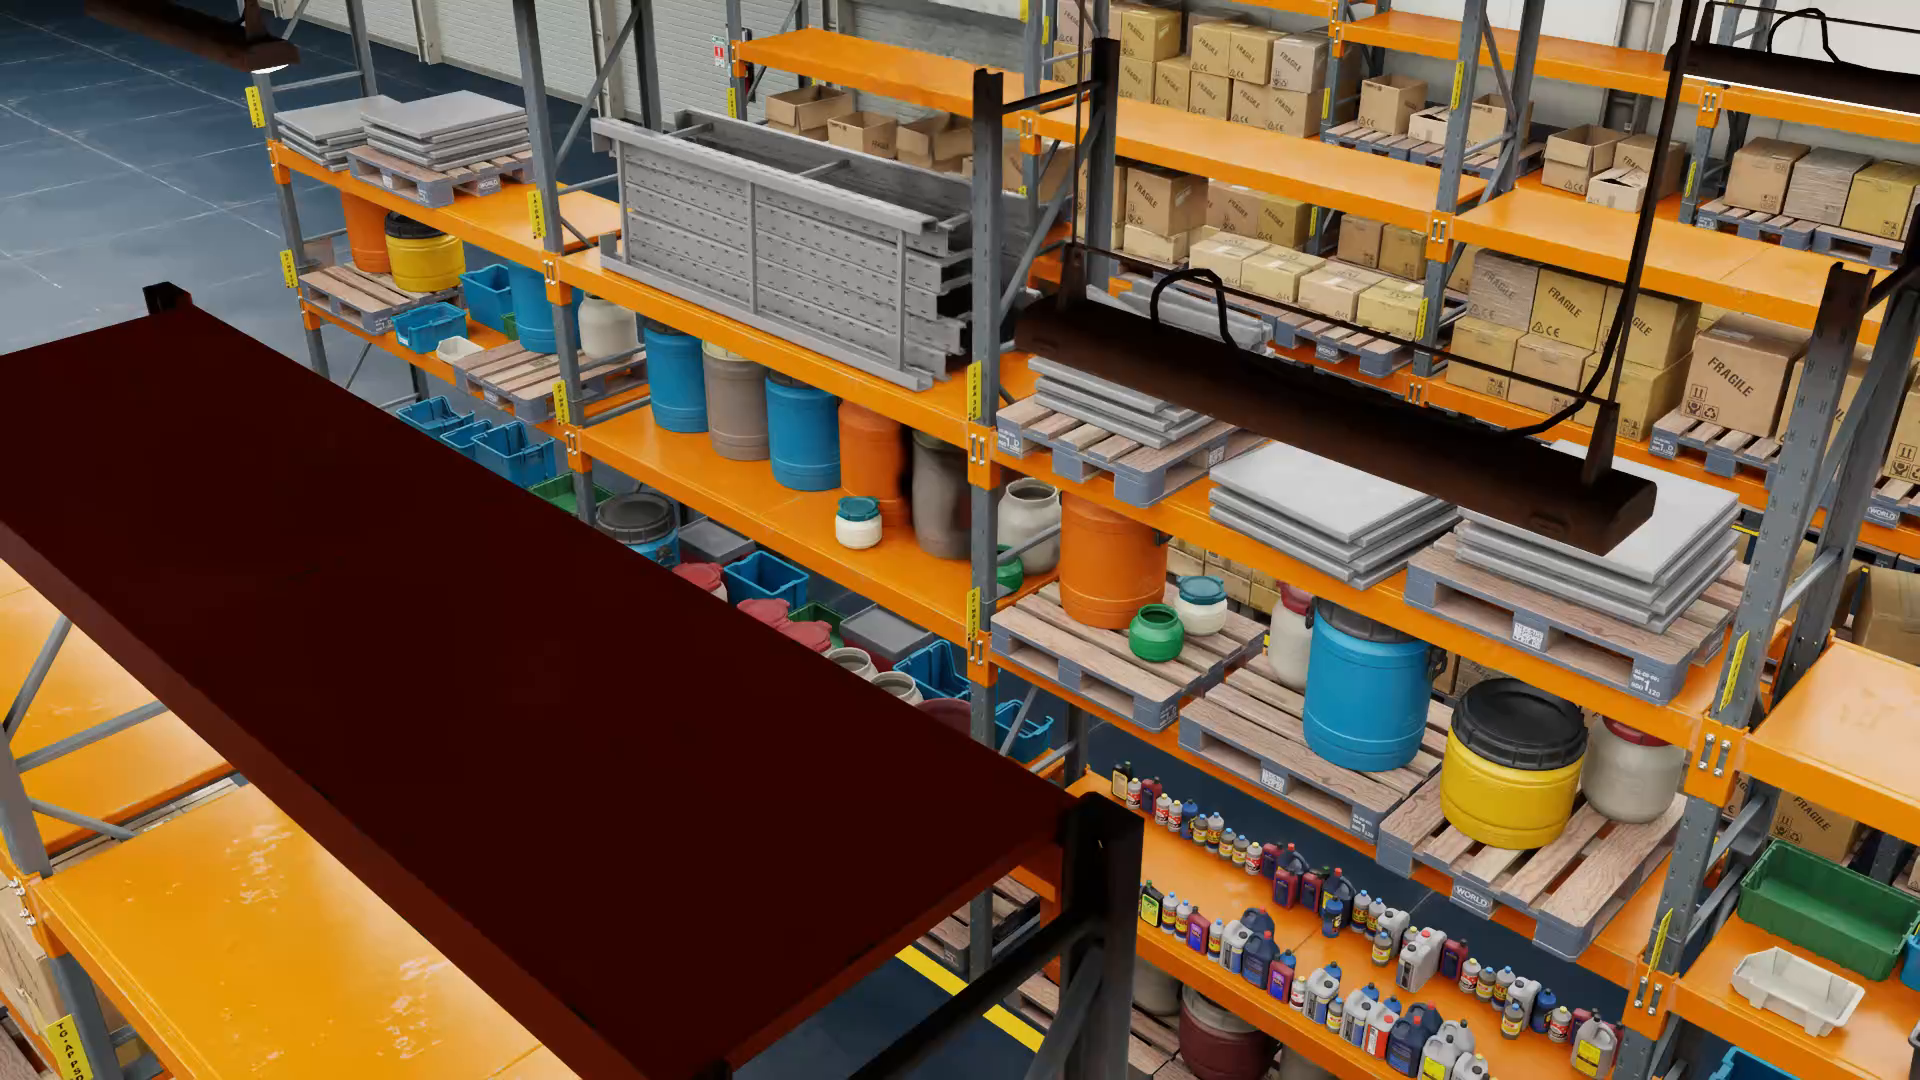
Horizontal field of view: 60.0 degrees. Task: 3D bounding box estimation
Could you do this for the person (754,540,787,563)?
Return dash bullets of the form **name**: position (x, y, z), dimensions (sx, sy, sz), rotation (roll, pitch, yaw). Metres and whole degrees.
- **person**: position (-1.631, -0.131, 14.660), dimensions (0.670, 1.816, 0.813), rotation (-24, 37, -35)
